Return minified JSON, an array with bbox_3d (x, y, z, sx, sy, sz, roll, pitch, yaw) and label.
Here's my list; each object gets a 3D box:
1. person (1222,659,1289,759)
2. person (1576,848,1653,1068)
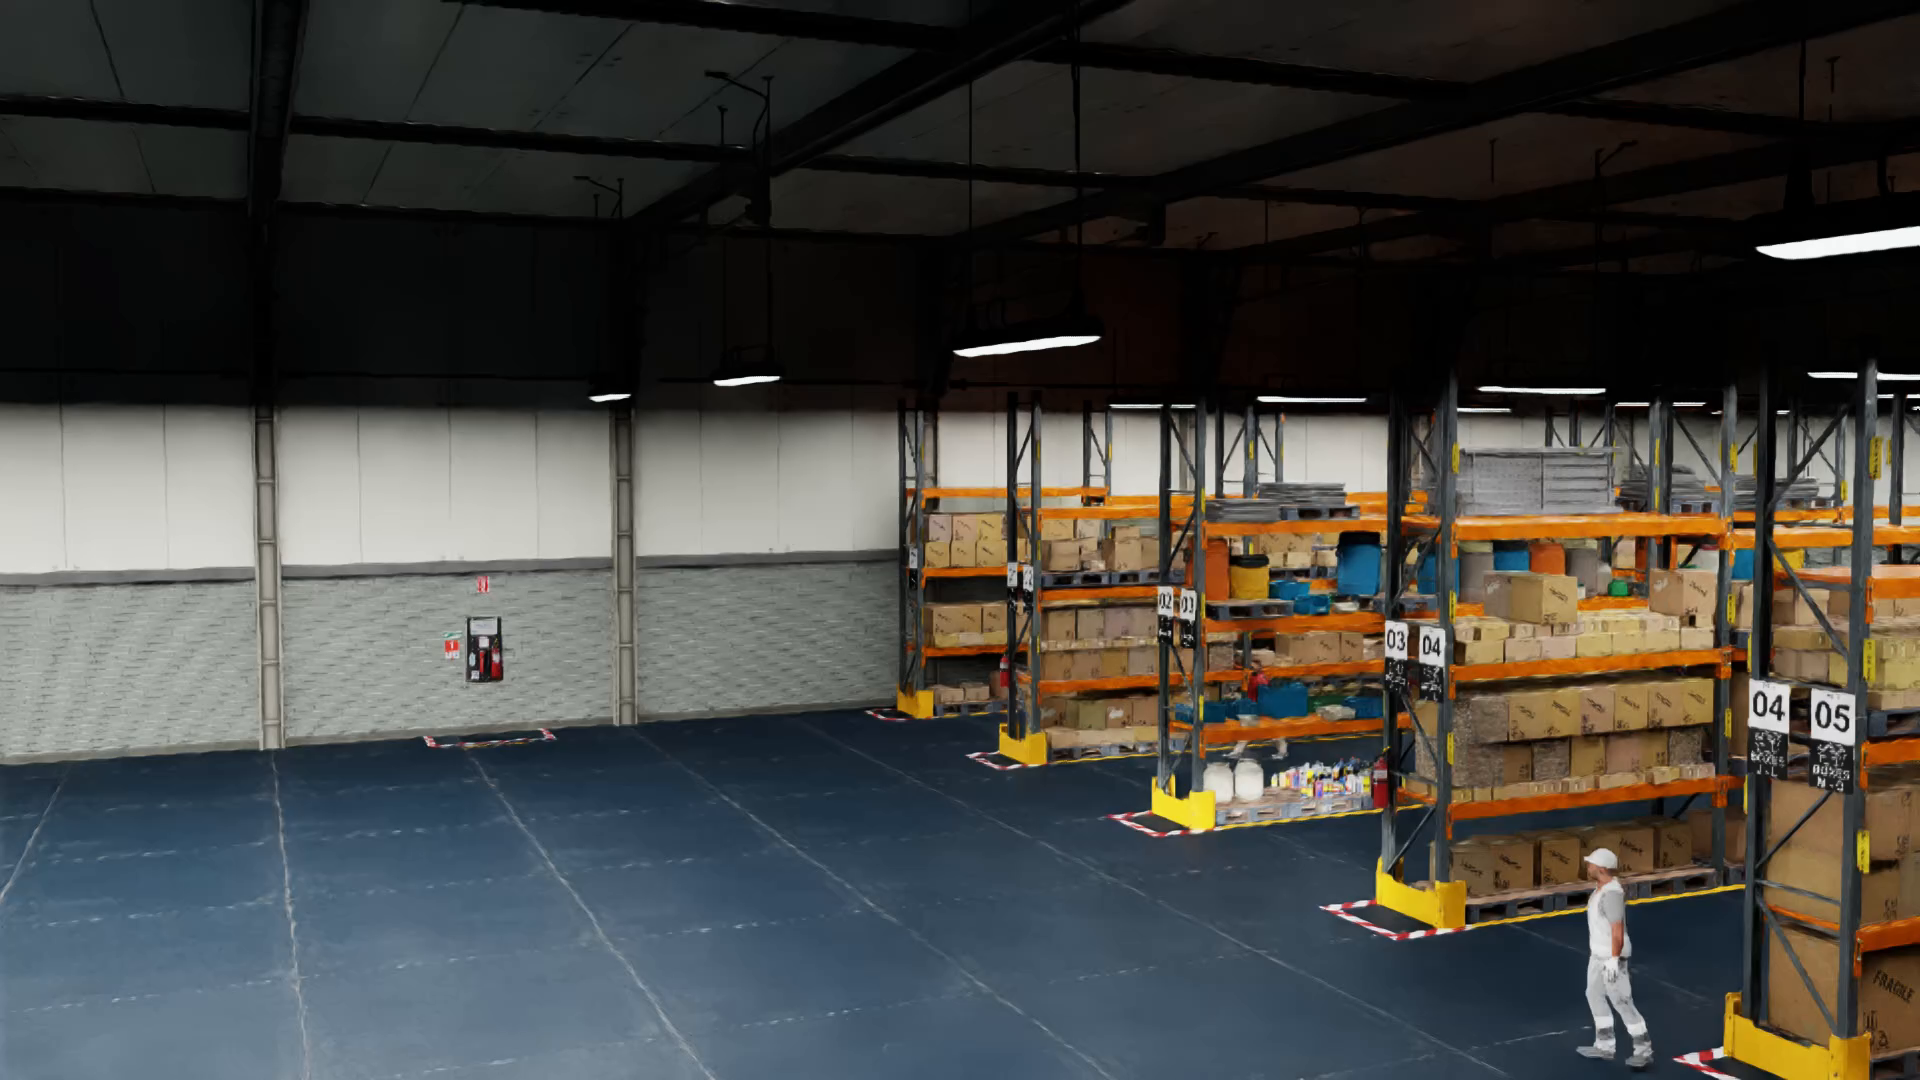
[{"bbox_3d":[4.831,2.741,26.930,1.116,1.642,0.541,-2,4,-25],"label":"person"},{"bbox_3d":[5.482,3.469,13.875,0.566,1.774,0.576,1,3,12],"label":"person"}]
